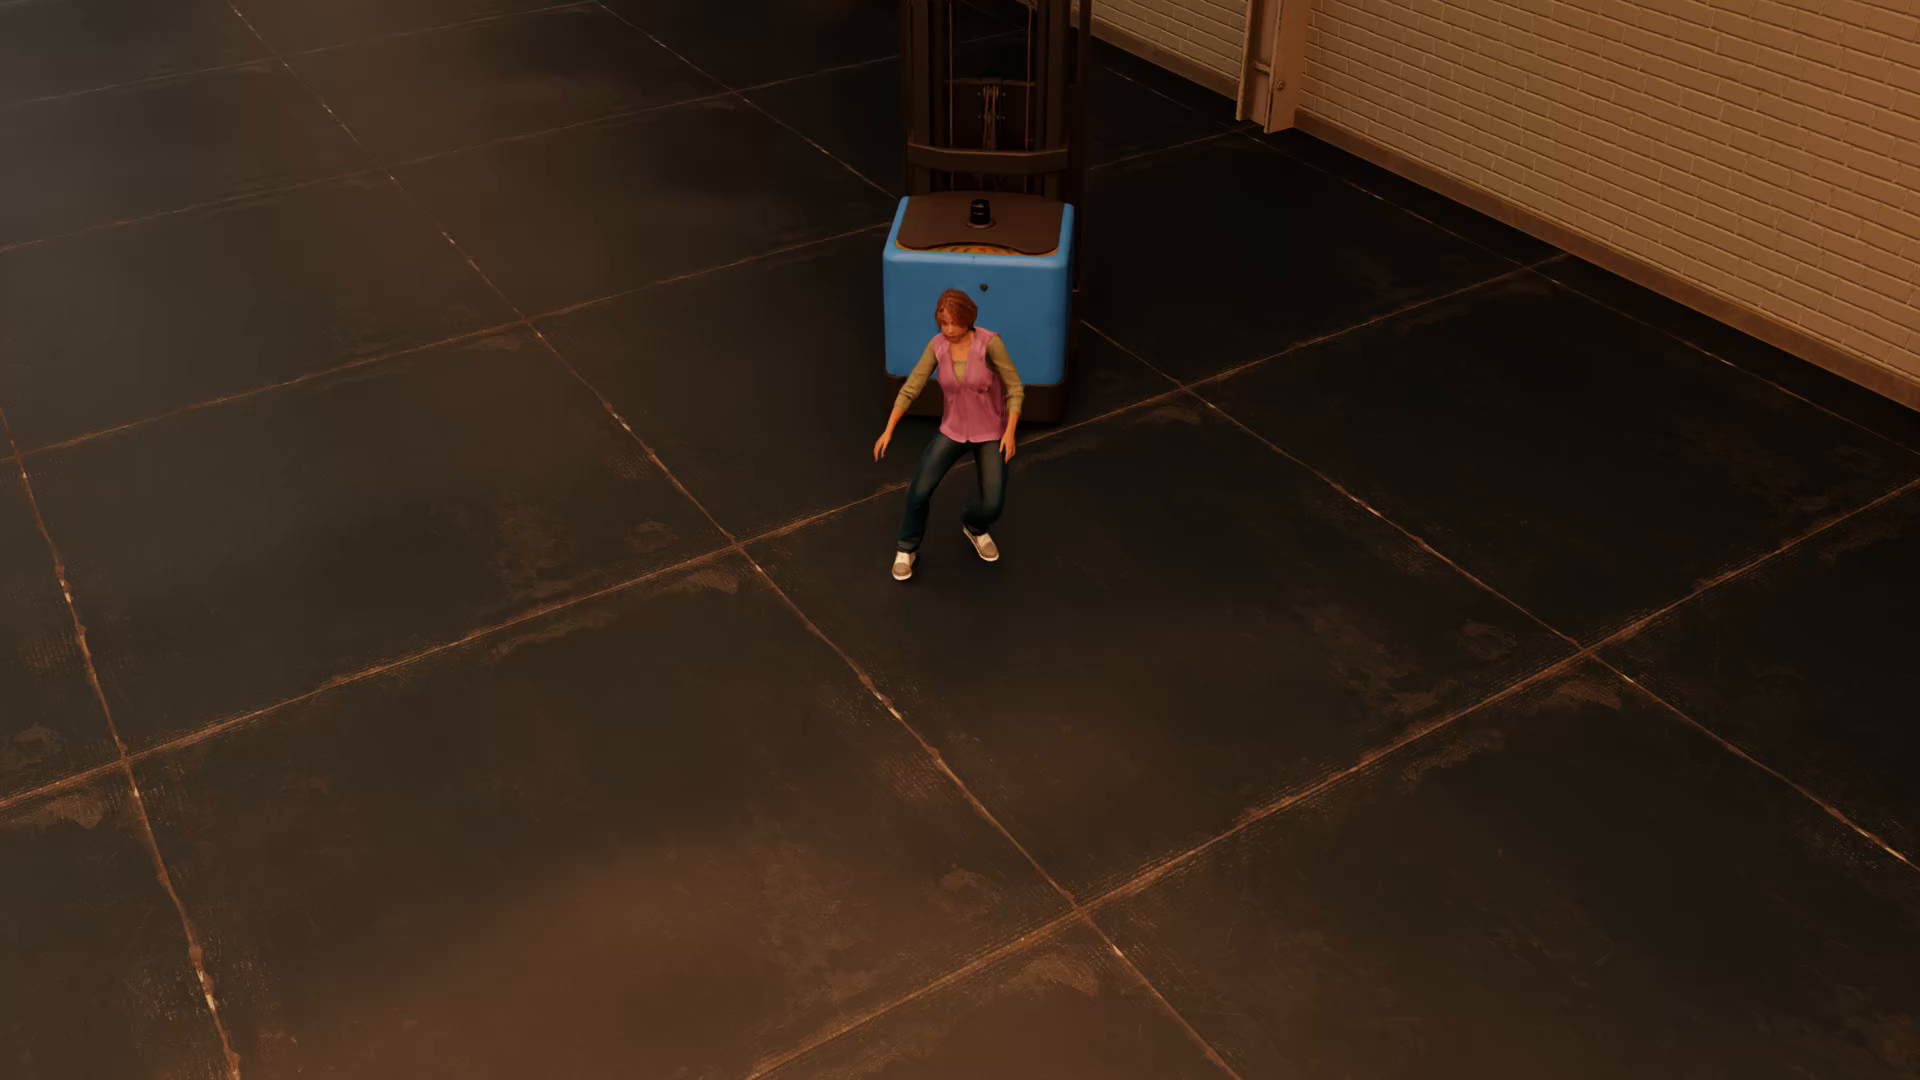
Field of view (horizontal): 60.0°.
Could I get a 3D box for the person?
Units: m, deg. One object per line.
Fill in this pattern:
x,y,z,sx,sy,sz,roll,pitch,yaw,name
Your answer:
-0.036,-0.495,8.106,0.669,1.480,0.517,9,36,12,person

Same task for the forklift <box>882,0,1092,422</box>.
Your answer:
0.231,-2.705,9.998,1.130,2.935,3.031,3,35,5,forklift
